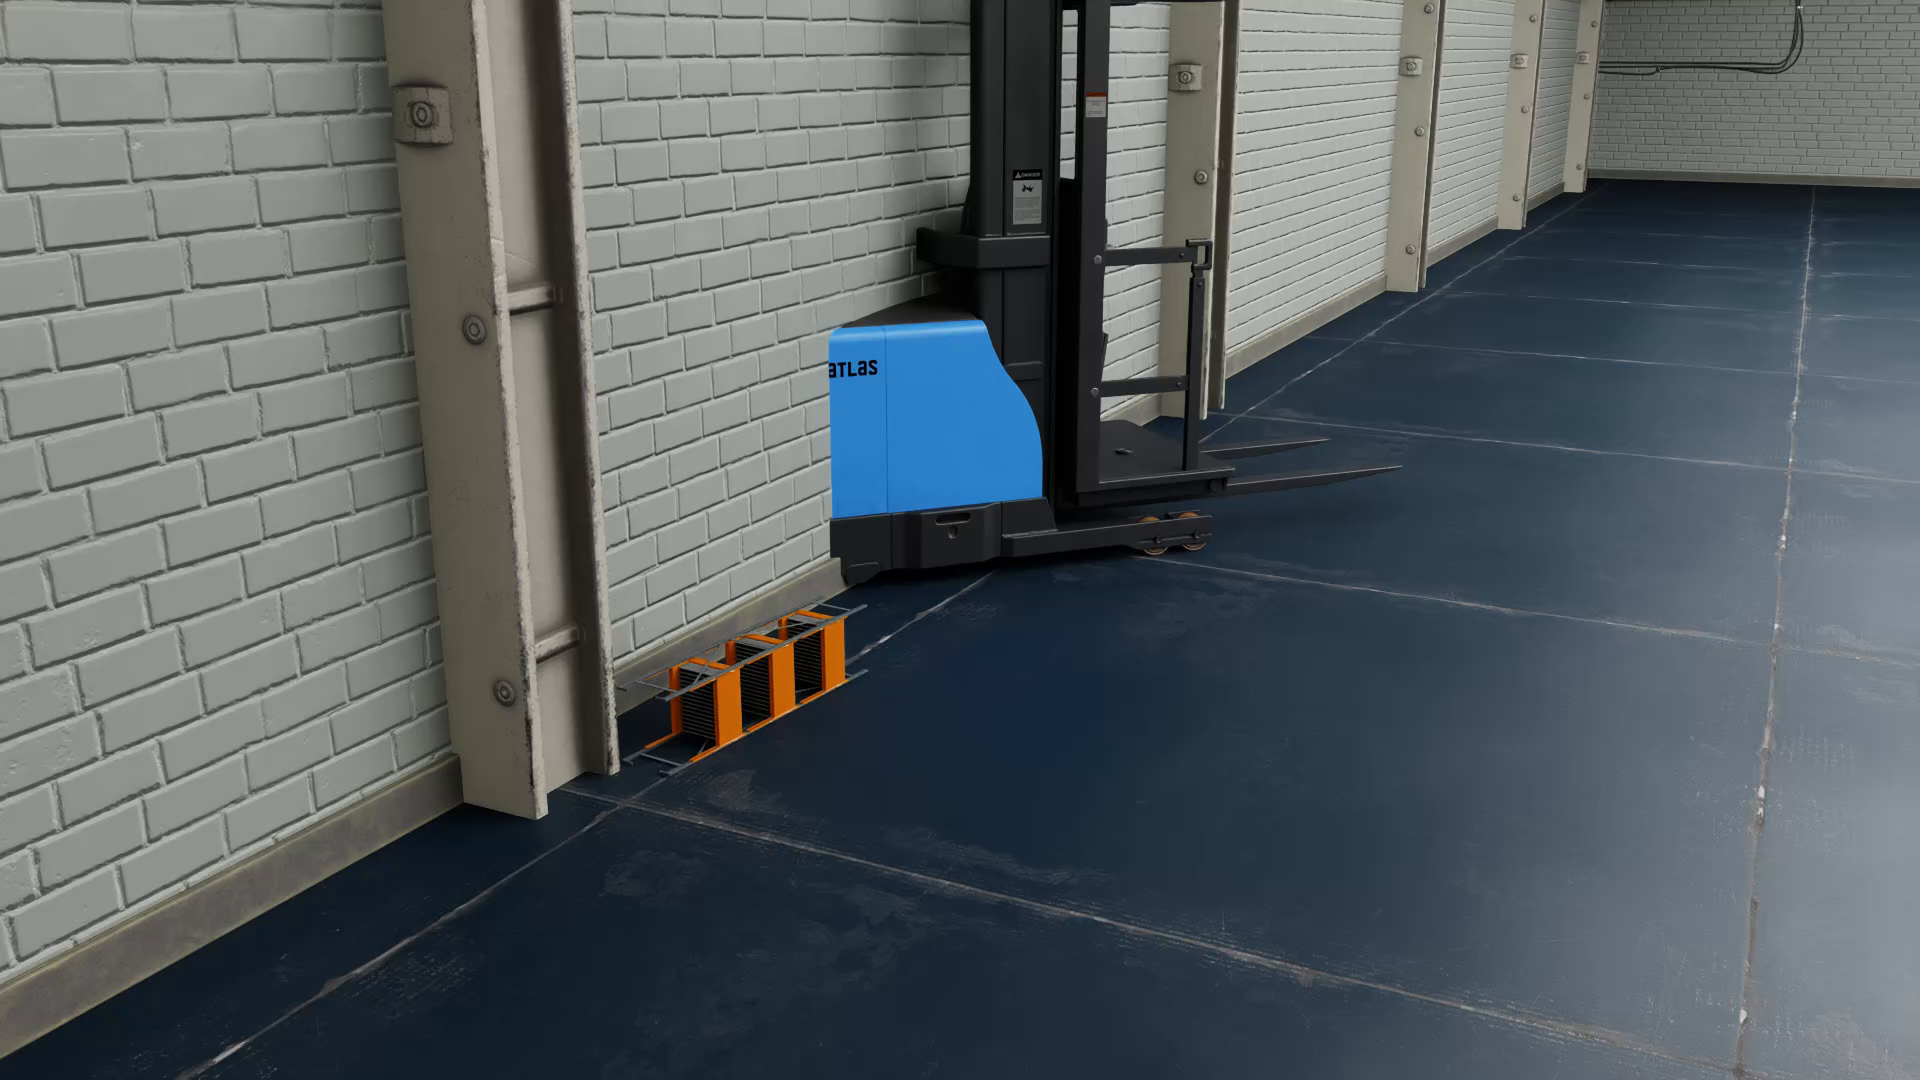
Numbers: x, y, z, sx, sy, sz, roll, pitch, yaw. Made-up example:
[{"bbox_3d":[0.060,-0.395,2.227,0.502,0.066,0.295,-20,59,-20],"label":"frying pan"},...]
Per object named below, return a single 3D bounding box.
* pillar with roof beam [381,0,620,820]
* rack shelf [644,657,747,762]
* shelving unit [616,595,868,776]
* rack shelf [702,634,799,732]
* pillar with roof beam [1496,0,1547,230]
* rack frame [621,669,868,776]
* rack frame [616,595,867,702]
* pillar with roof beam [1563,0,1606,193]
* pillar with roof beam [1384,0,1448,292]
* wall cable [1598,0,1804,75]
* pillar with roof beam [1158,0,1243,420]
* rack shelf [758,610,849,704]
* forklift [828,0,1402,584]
[{"bbox_3d":[2.579,-3.027,1.912,9.100,9.000,0.400,8,18,25],"label":"pillar with roof beam"},{"bbox_3d":[-0.846,0.530,5.287,0.215,0.240,0.259,10,19,31],"label":"rack shelf"},{"bbox_3d":[-0.692,0.460,5.521,0.215,0.252,1.050,10,19,31],"label":"shelving unit"},{"bbox_3d":[-0.697,0.463,5.512,0.215,0.240,0.259,10,19,31],"label":"rack shelf"},{"bbox_3d":[10.622,-7.612,17.348,9.100,9.000,0.400,8,18,25],"label":"pillar with roof beam"},{"bbox_3d":[-0.692,0.577,5.556,0.200,0.008,1.050,10,19,31],"label":"rack frame"},{"bbox_3d":[-0.692,0.343,5.486,0.200,0.008,1.050,10,19,31],"label":"rack frame"},{"bbox_3d":[13.303,-9.140,22.494,9.100,9.000,0.400,8,18,25],"label":"pillar with roof beam"},{"bbox_3d":[7.941,-6.084,12.203,9.100,9.000,0.400,8,18,25],"label":"pillar with roof beam"},{"bbox_3d":[11.951,-8.782,26.740,3.097,2.526,0.112,8,18,25],"label":"wall cable"},{"bbox_3d":[5.260,-4.556,7.057,9.100,9.000,0.400,8,18,25],"label":"pillar with roof beam"},{"bbox_3d":[-0.546,0.395,5.743,0.215,0.240,0.259,10,19,31],"label":"rack shelf"},{"bbox_3d":[0.580,-1.471,7.328,3.031,2.935,1.130,-6,18,-21],"label":"forklift"}]
